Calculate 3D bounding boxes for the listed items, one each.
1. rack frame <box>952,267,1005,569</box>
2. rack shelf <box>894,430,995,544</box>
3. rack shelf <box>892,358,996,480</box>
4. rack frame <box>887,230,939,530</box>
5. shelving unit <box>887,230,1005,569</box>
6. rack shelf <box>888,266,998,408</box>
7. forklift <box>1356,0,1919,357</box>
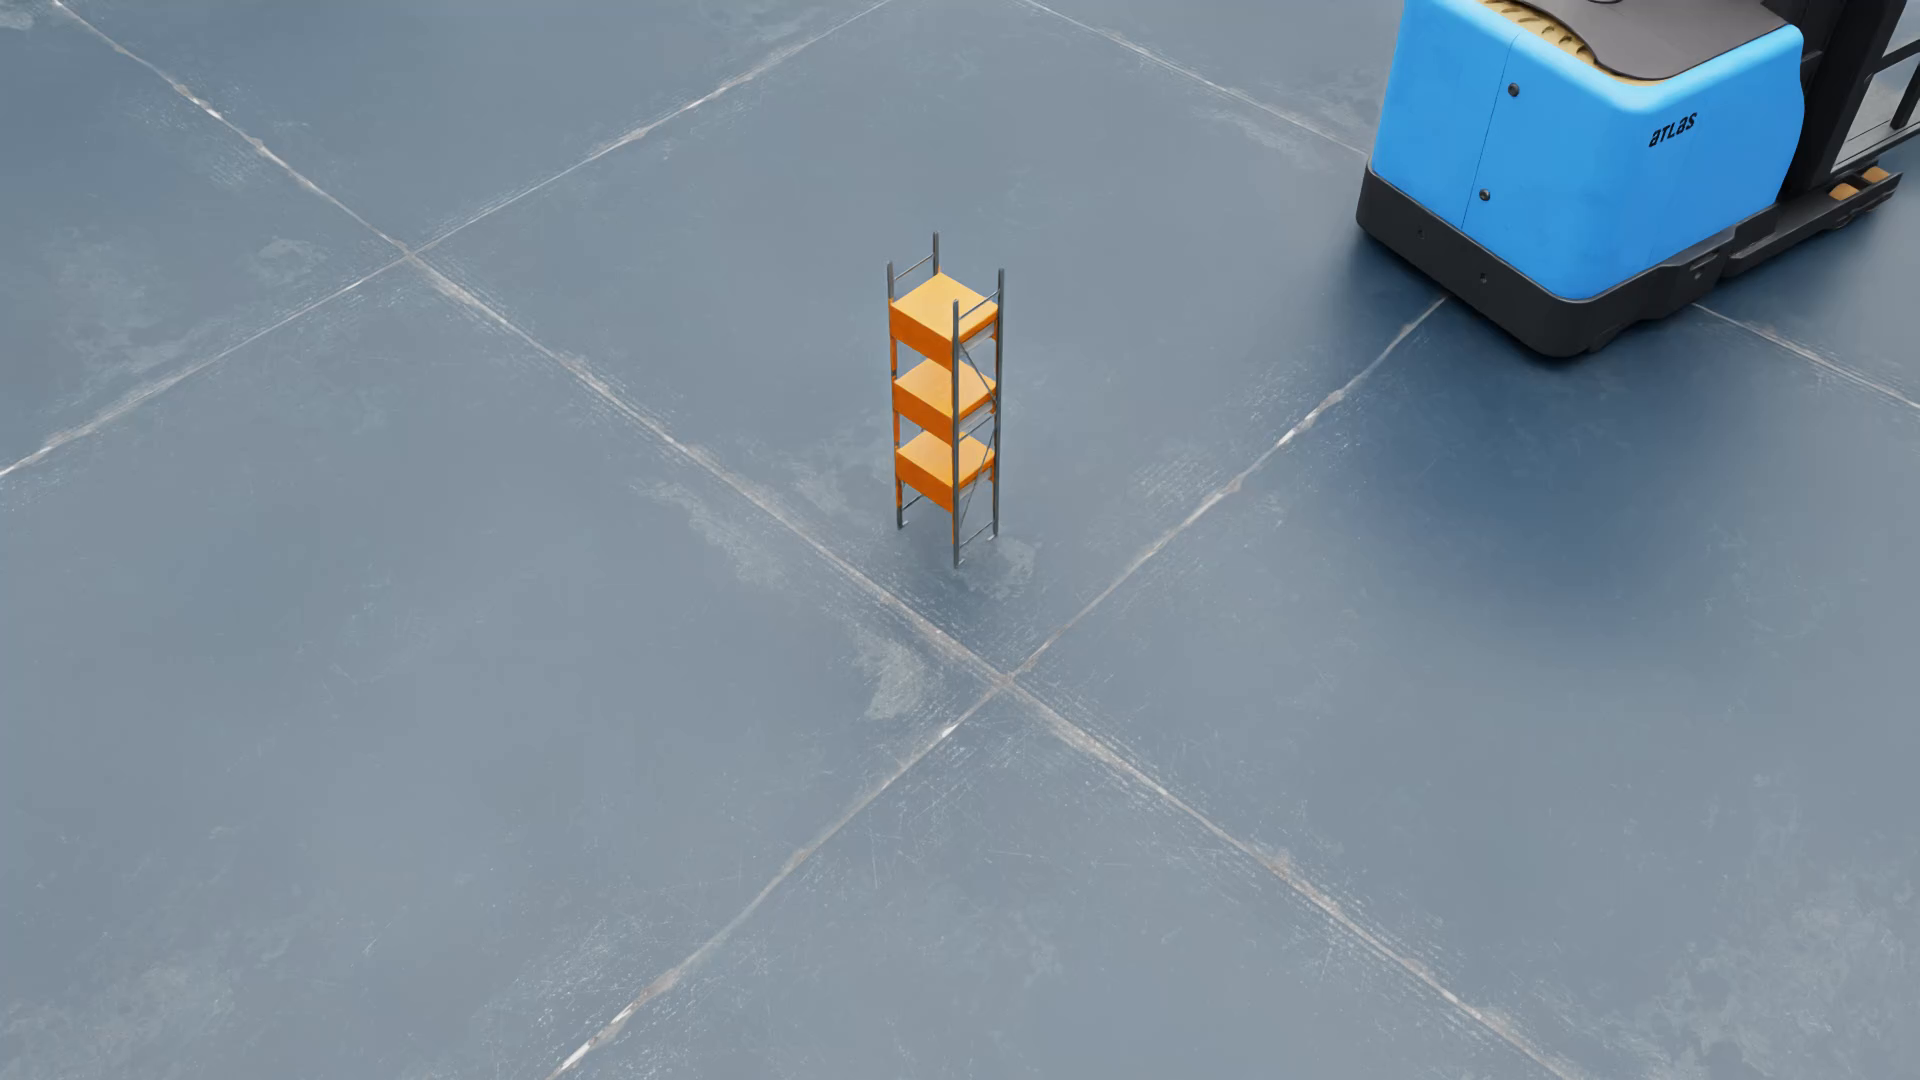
[{"bbox_3d":[0.050,-0.325,4.835,0.008,1.050,0.200,34,55,28],"label":"rack frame"},{"bbox_3d":[-0.039,-0.188,5.102,0.240,0.259,0.215,34,55,28],"label":"rack shelf"},{"bbox_3d":[-0.039,-0.379,4.900,0.240,0.259,0.215,34,55,28],"label":"rack shelf"},{"bbox_3d":[-0.129,-0.446,4.949,0.008,1.050,0.200,34,55,28],"label":"rack frame"},{"bbox_3d":[-0.039,-0.386,4.892,0.252,1.050,0.215,34,55,28],"label":"shelving unit"},{"bbox_3d":[-0.039,-0.573,4.693,0.240,0.259,0.215,34,55,28],"label":"rack shelf"},{"bbox_3d":[3.003,-2.490,5.578,3.031,2.935,1.130,-26,52,-23],"label":"forklift"}]
